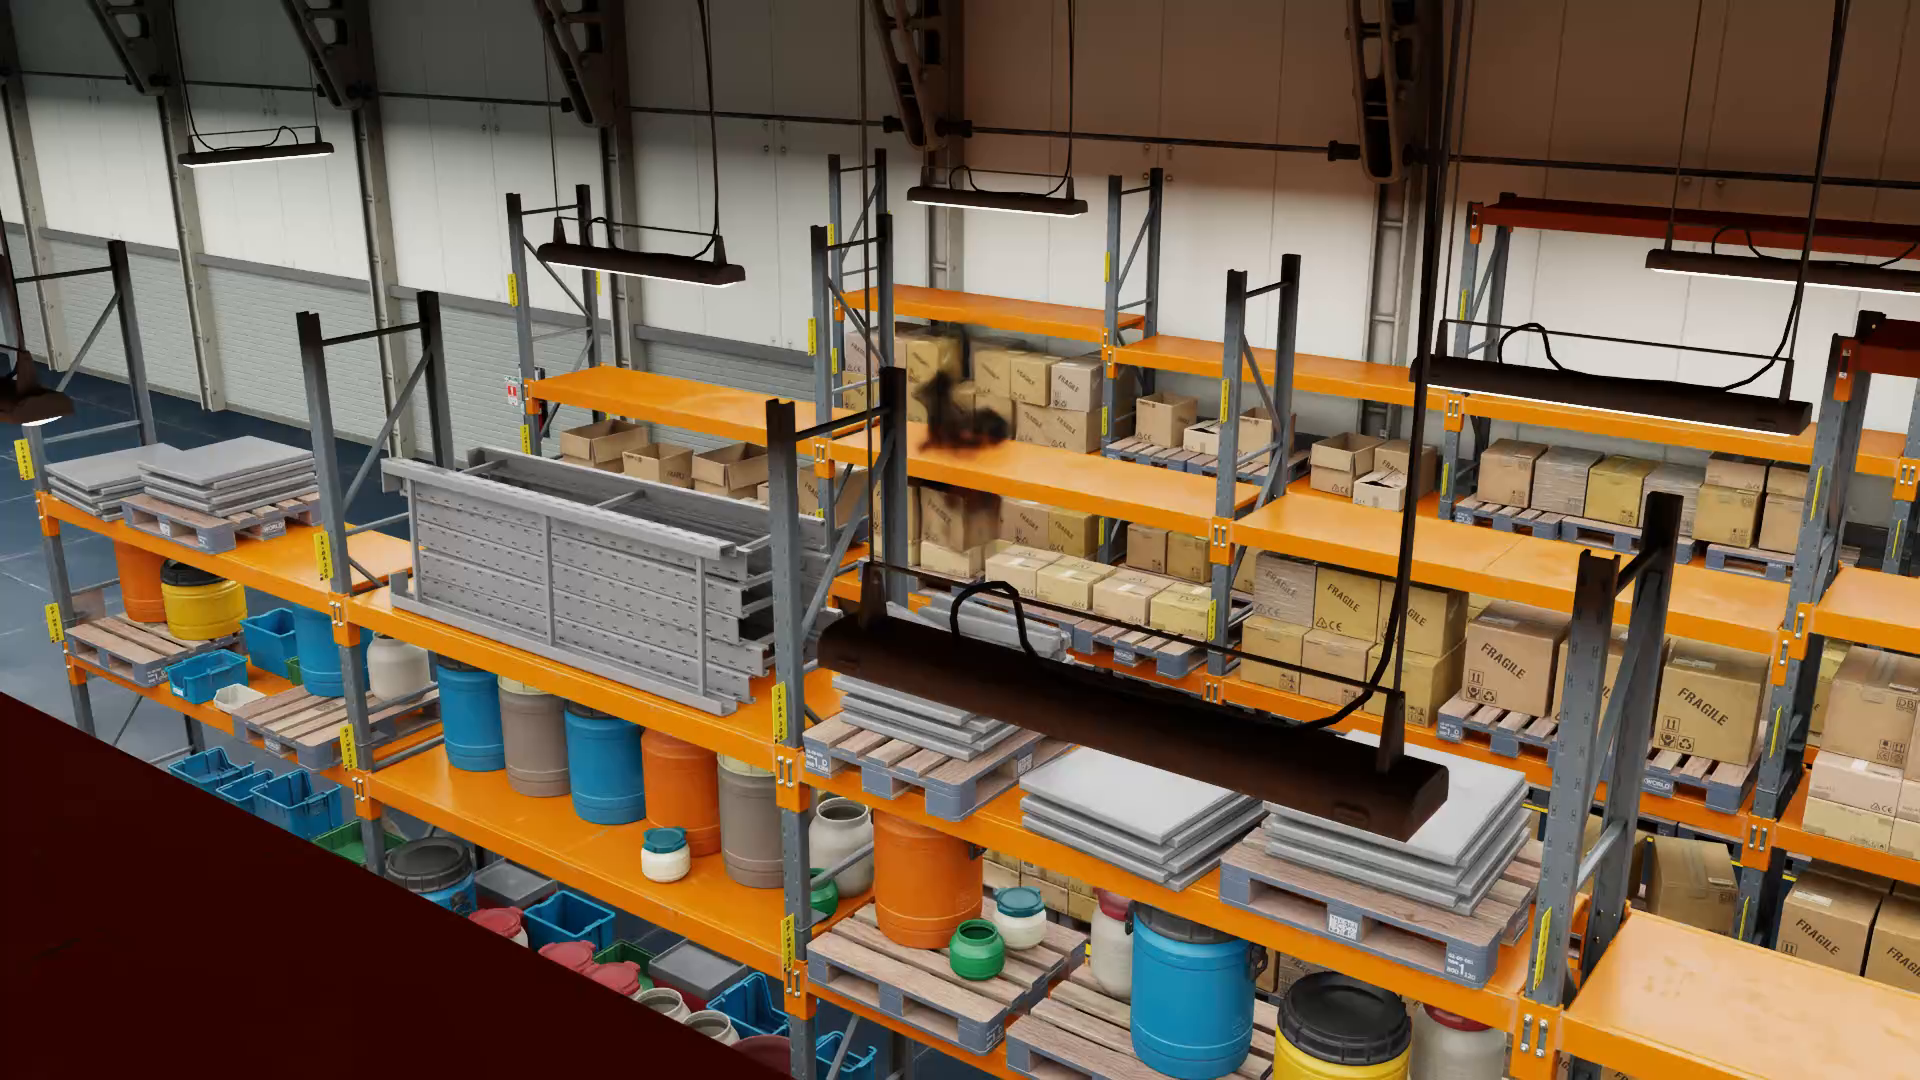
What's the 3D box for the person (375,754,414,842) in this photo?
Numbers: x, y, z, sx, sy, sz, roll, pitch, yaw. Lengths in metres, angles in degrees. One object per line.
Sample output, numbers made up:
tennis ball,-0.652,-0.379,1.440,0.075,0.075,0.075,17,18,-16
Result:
person,-5.465,2.323,15.485,0.644,1.680,0.644,6,19,16
